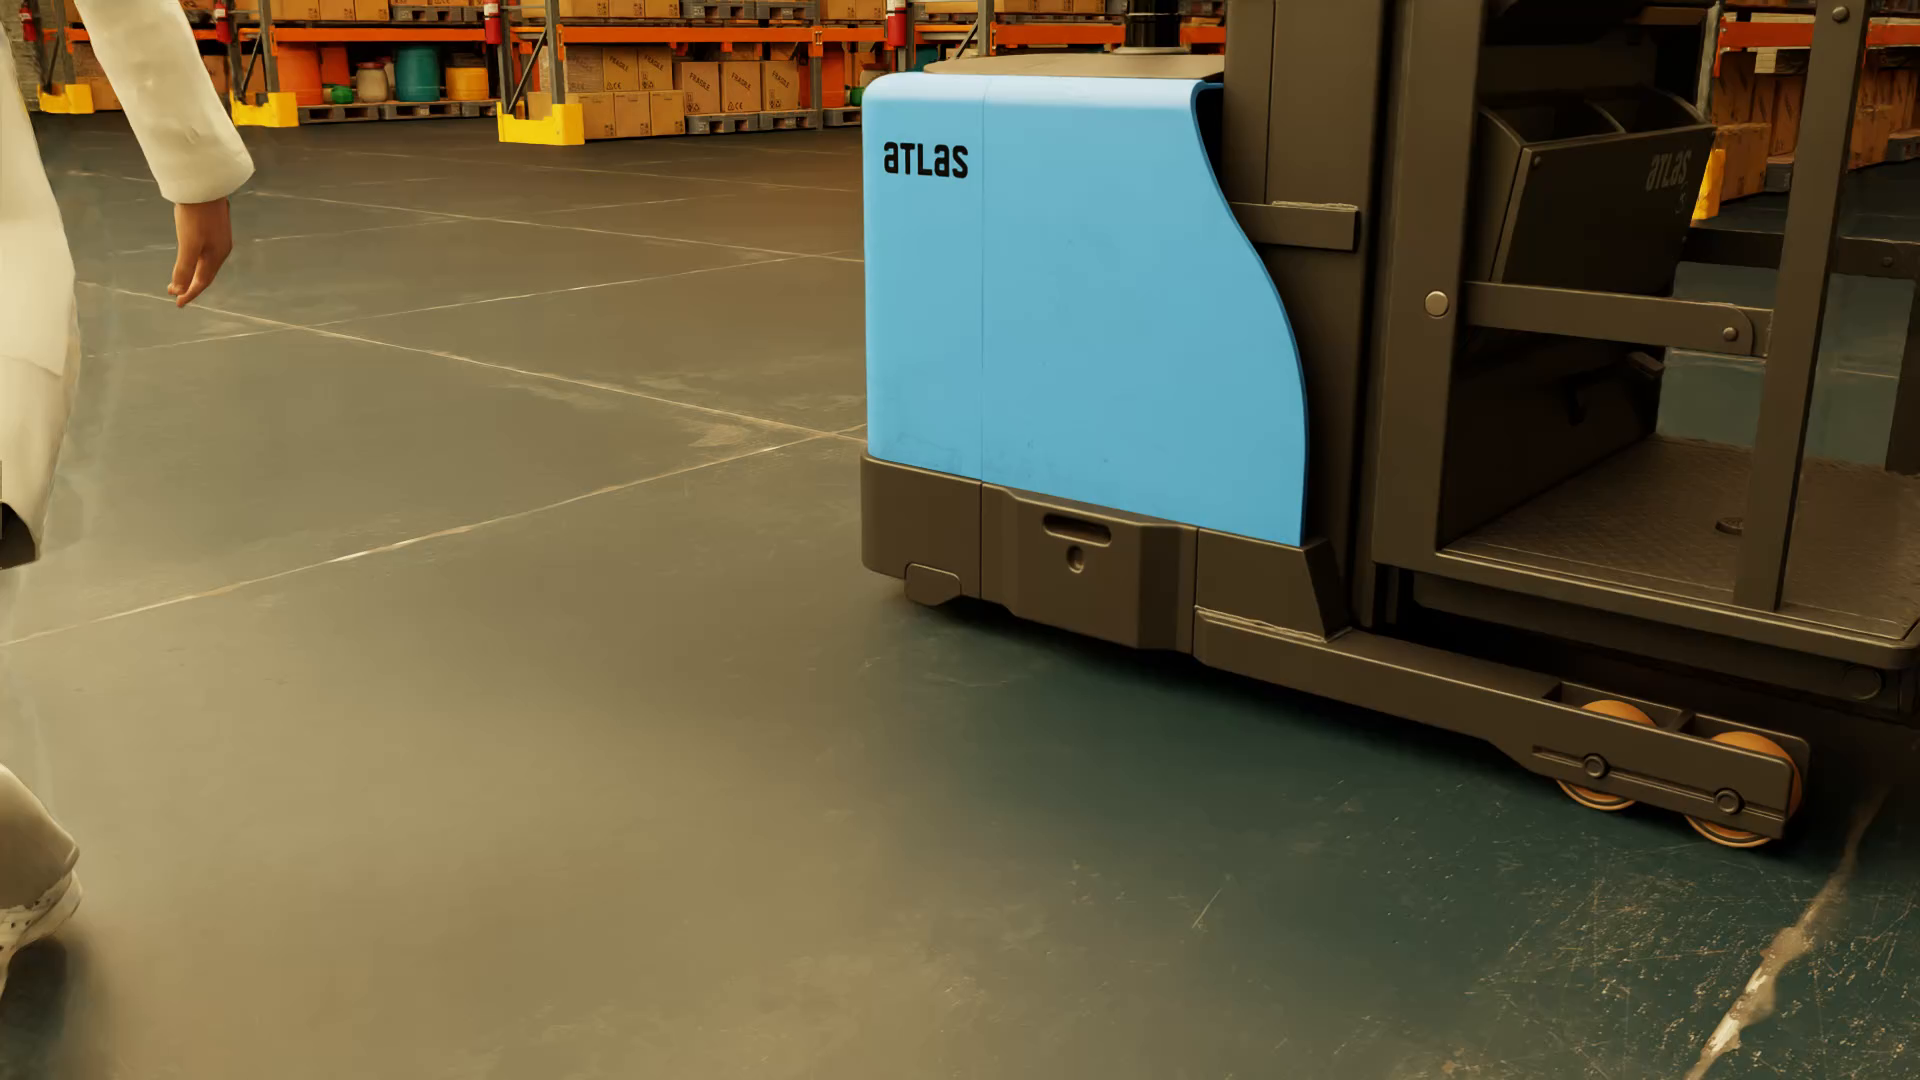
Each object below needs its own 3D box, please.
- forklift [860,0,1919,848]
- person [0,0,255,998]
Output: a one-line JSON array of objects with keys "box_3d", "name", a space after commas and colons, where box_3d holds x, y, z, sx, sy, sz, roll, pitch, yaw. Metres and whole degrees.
[{"box_3d": [1.252, -1.123, 2.596, 3.031, 2.935, 1.130, 13, 21, 37], "name": "forklift"}, {"box_3d": [-1.170, -0.190, 1.744, 0.655, 1.784, 0.888, -2, 17, -5], "name": "person"}]
